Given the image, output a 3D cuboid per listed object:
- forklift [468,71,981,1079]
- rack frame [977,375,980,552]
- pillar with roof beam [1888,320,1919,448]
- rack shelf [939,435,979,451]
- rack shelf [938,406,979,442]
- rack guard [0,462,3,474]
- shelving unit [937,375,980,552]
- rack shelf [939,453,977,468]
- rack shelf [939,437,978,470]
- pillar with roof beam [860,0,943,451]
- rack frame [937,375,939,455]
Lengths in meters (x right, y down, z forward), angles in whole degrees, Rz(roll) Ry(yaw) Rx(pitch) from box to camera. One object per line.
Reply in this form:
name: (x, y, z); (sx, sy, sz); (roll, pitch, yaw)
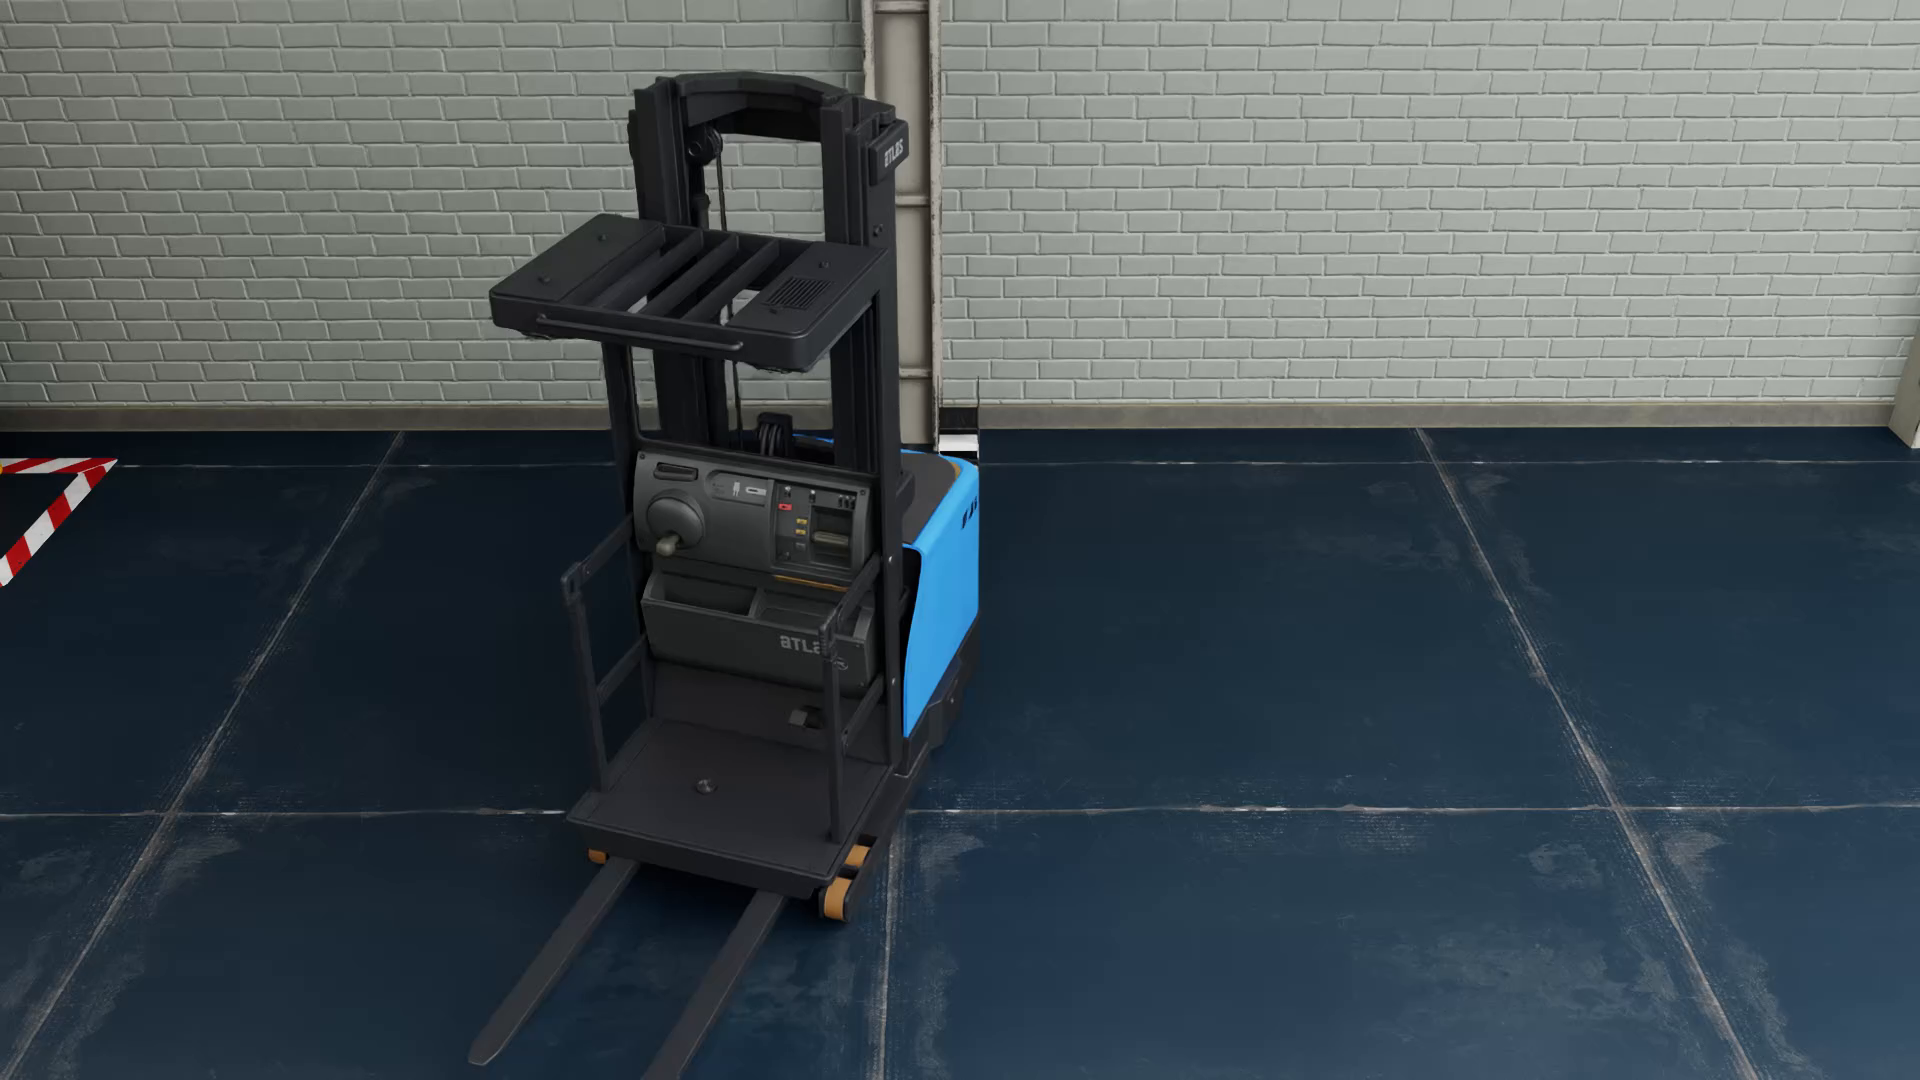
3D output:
forklift: (-0.842, -0.035, 5.982); (1.130, 2.935, 3.031); (10, 33, 15)
rack frame: (0.094, -0.385, 8.517); (0.006, 0.900, 0.240); (0, 31, 0)
pillar with roof beam: (5.729, -2.228, 3.746); (0.400, 9.000, 9.100); (0, 31, 0)
rack shelf: (-0.008, -0.510, 8.440); (0.200, 0.077, 0.258); (0, 31, 0)
rack shelf: (-0.008, -0.587, 8.394); (0.200, 0.077, 0.258); (0, 31, 0)
rack guard: (-5.571, -0.324, 8.803); (0.348, 0.500, 1.175); (0, 31, 0)
shelving unit: (-0.008, -0.385, 8.517); (0.210, 0.900, 0.258); (0, 31, 0)
rack shelf: (-0.008, -0.356, 8.534); (0.200, 0.077, 0.258); (0, 31, 0)
rack shelf: (-0.008, -0.433, 8.487); (0.200, 0.077, 0.258); (0, 31, 0)
pillar with roof beam: (-0.271, -2.209, 3.715); (0.400, 9.000, 9.100); (0, 31, 0)
rack frame: (-0.110, -0.384, 8.516); (0.006, 0.900, 0.240); (0, 31, 0)
